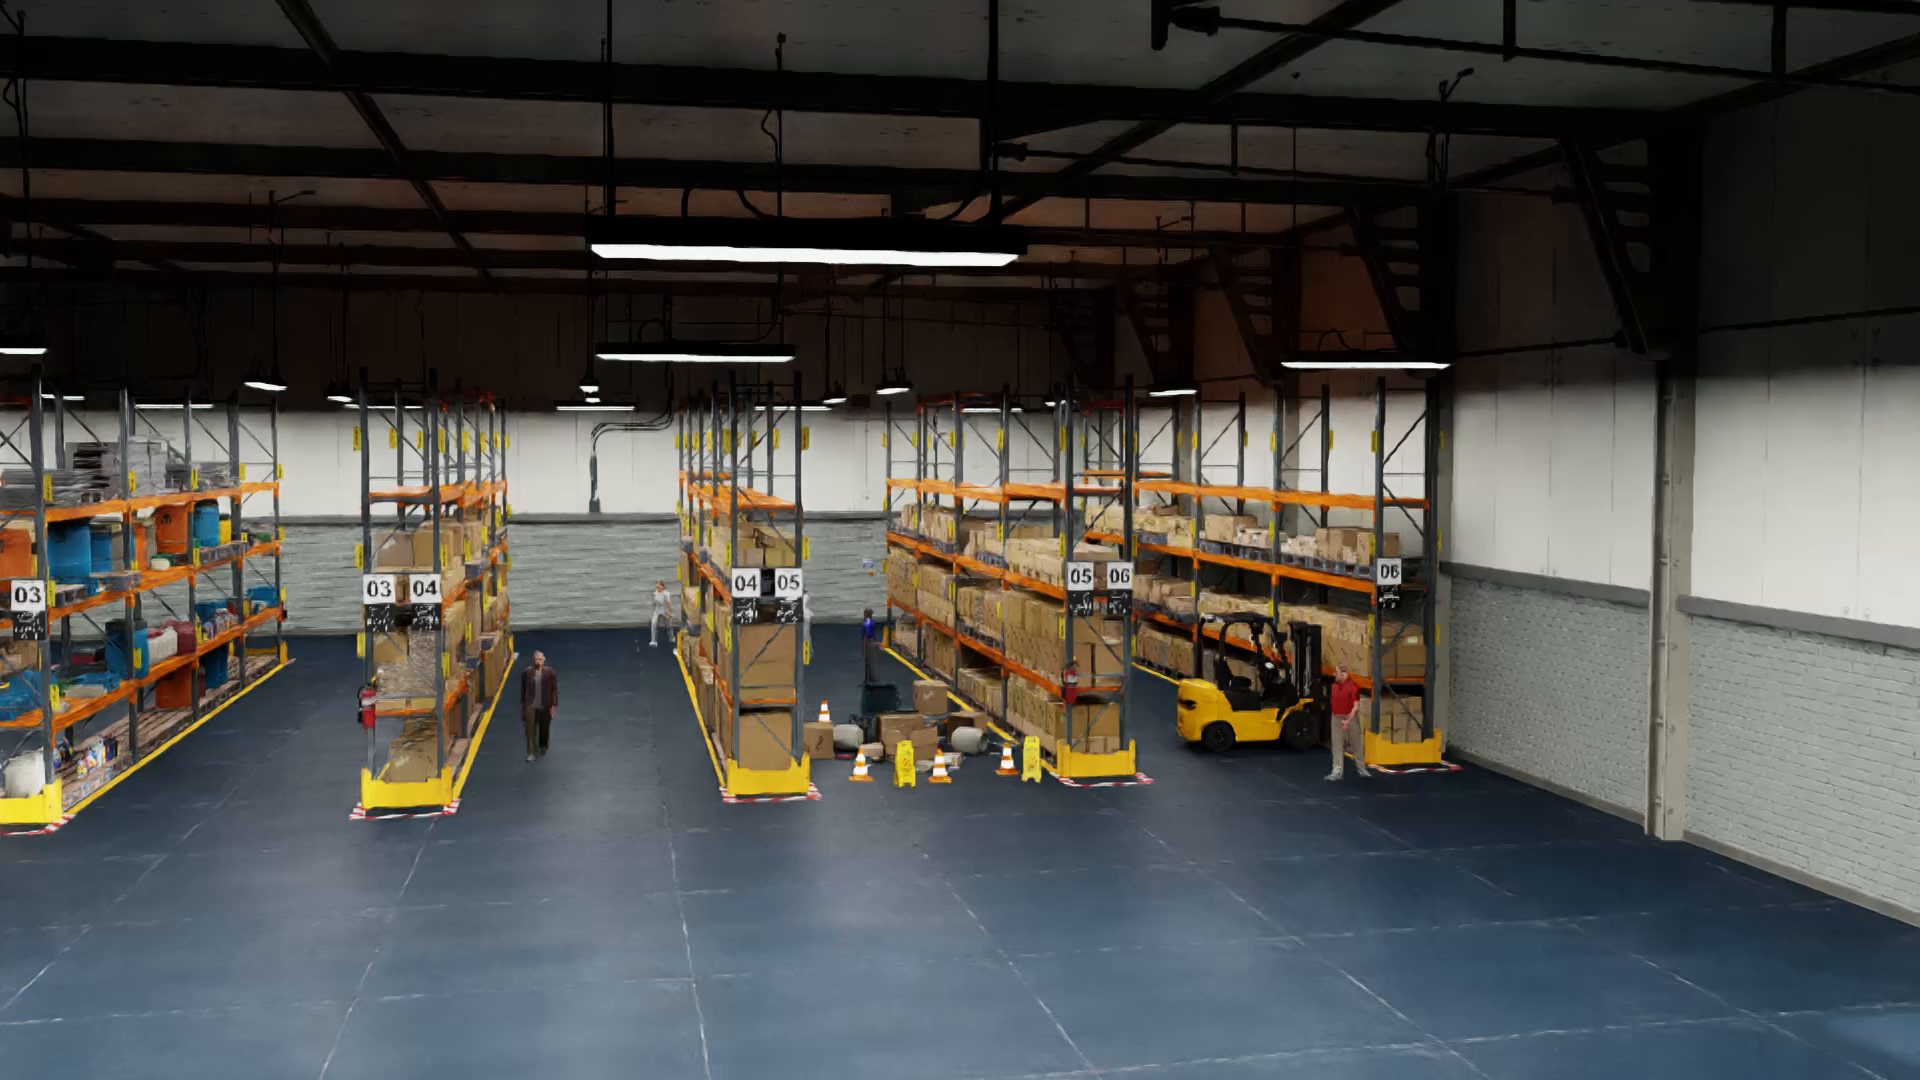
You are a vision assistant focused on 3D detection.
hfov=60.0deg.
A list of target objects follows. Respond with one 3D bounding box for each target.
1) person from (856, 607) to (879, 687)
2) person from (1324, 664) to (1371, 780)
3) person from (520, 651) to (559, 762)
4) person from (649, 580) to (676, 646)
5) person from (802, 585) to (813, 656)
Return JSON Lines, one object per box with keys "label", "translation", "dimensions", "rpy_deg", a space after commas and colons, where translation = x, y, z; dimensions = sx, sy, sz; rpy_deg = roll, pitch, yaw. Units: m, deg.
{"label": "person", "translation": [-1.851, 2.197, 33.478], "dimensions": [0.556, 1.598, 0.588], "rpy_deg": [1, 3, 13]}
{"label": "person", "translation": [5.726, 2.684, 24.582], "dimensions": [0.720, 1.707, 0.571], "rpy_deg": [-3, 4, -40]}
{"label": "person", "translation": [-6.597, 2.677, 26.087], "dimensions": [0.588, 1.509, 1.193], "rpy_deg": [-1, 4, -14]}
{"label": "person", "translation": [-7.293, 1.769, 40.789], "dimensions": [0.494, 1.610, 0.955], "rpy_deg": [1, 3, 9]}
{"label": "person", "translation": [-3.654, 1.829, 38.671], "dimensions": [0.540, 1.598, 0.558], "rpy_deg": [0, 3, 6]}
